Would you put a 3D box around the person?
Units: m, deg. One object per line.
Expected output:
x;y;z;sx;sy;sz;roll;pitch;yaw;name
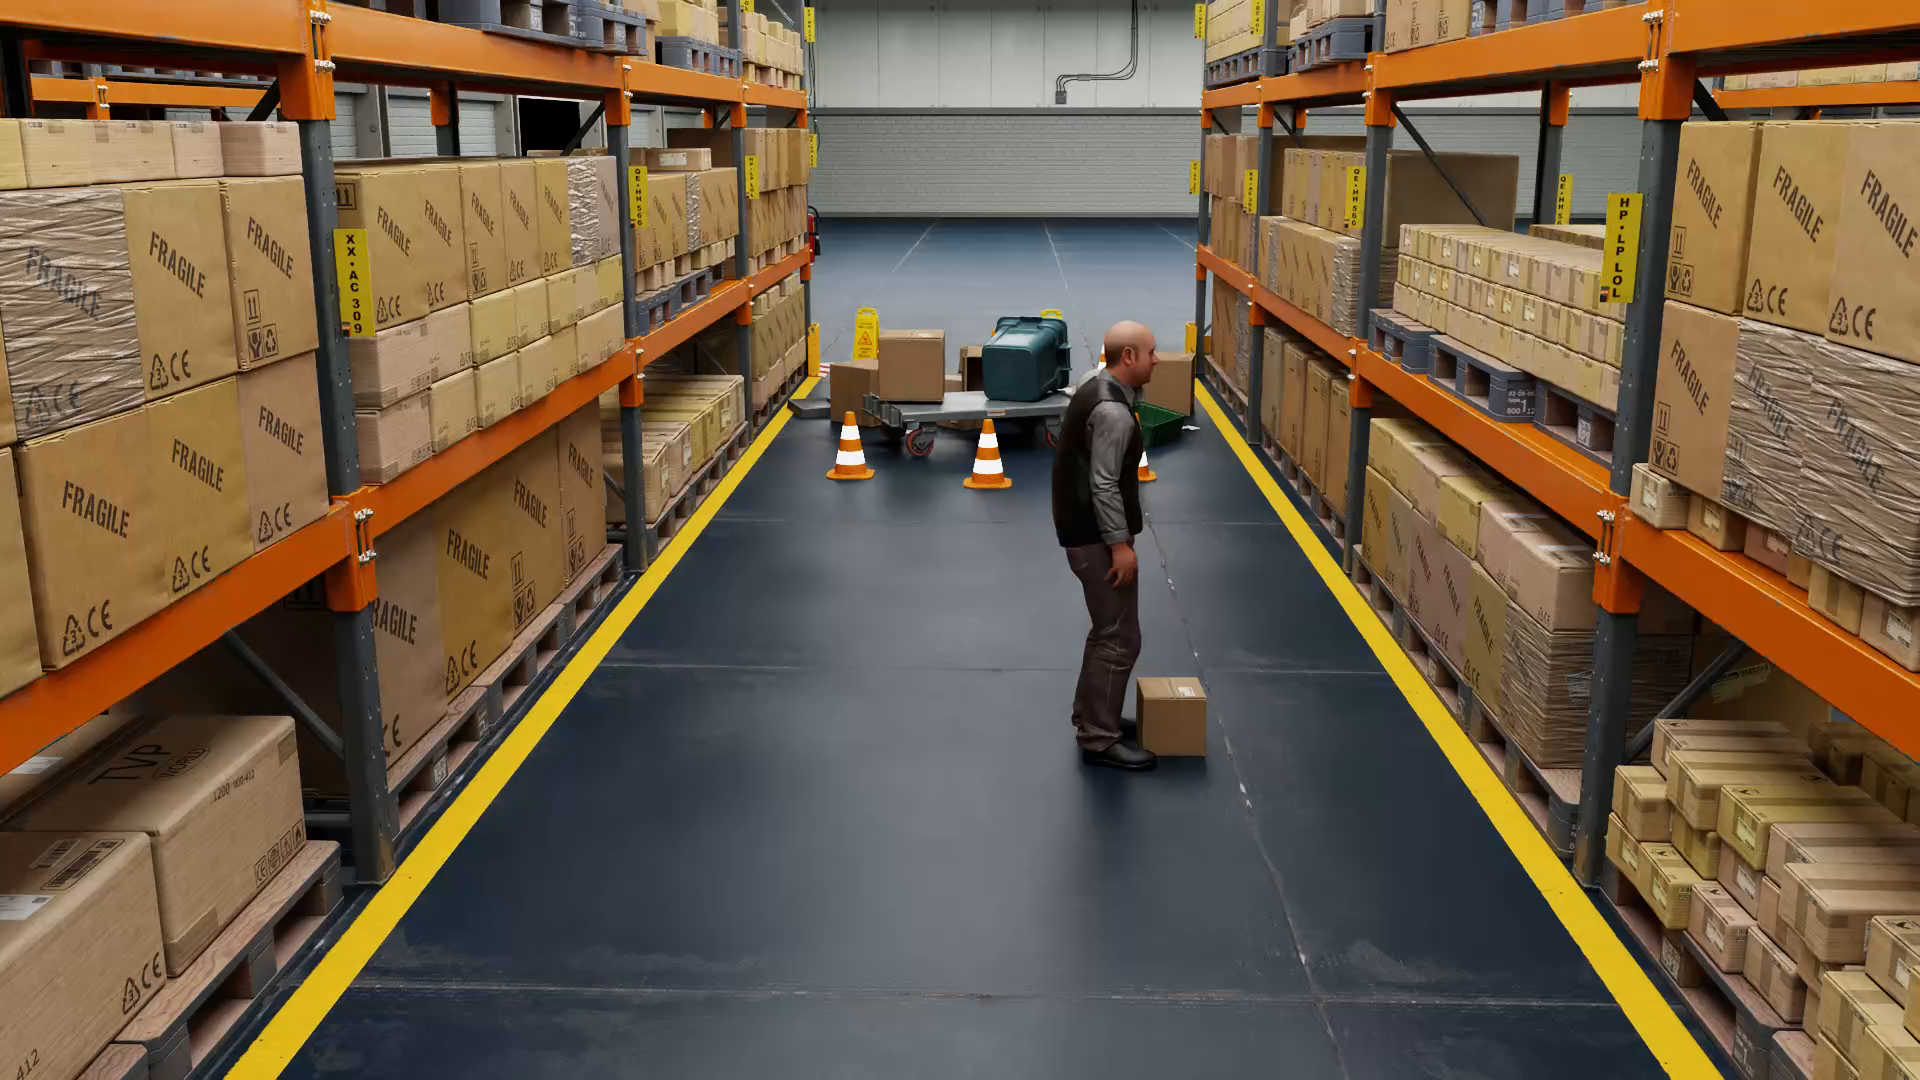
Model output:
0.567;0.002;6.541;0.421;1.720;0.578;0;14;0;person
